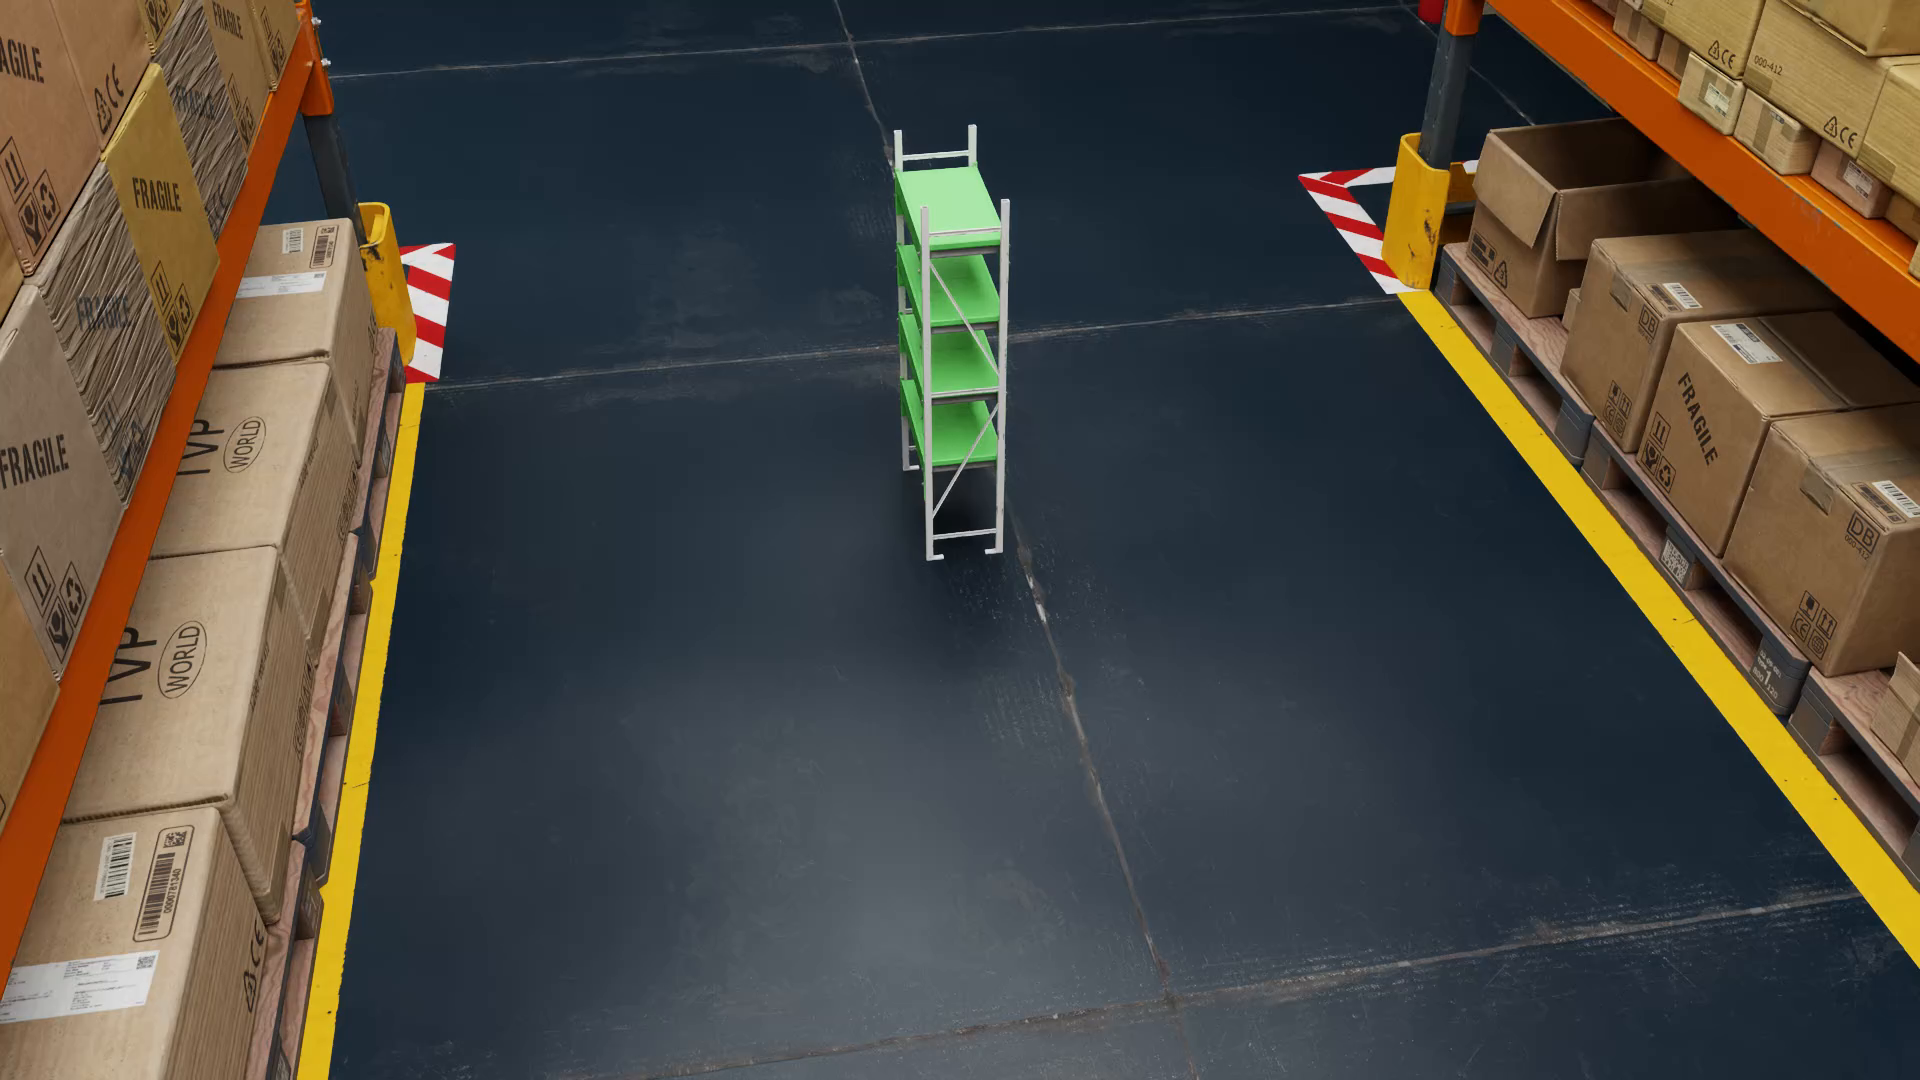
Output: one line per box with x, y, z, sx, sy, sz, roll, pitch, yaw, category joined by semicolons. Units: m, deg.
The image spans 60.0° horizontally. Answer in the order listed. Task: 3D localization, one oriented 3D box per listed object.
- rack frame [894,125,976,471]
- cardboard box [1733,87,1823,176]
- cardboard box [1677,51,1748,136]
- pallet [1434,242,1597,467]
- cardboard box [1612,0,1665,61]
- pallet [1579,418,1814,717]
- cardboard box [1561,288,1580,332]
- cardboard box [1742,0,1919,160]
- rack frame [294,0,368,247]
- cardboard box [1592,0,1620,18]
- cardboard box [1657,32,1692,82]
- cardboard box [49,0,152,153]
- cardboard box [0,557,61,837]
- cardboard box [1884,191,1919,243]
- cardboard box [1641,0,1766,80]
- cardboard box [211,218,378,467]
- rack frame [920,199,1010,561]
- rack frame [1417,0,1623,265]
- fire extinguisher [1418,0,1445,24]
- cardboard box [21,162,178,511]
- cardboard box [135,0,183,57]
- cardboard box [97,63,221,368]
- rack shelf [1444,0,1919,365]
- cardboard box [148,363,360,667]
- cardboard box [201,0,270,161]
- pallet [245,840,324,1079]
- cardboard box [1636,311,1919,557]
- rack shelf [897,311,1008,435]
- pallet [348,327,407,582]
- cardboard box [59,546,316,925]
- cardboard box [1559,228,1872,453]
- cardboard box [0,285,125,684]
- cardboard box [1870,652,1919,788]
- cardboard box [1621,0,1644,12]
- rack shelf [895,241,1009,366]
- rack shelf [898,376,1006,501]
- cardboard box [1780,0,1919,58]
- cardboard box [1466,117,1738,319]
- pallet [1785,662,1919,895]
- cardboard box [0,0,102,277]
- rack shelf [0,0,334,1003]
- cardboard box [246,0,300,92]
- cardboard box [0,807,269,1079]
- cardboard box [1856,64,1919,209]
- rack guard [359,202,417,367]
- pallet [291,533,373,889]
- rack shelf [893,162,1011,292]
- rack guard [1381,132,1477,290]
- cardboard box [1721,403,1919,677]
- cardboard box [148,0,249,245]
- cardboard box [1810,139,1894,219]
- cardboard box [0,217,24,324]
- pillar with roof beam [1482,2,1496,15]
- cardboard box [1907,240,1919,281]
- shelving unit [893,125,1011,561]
-0.072;-0.721;5.200;0.240;1.200;0.015;-6;38;-8;rack frame
2.317;-1.103;4.429;0.380;0.149;0.250;-5;38;-7;cardboard box
2.250;-1.260;4.631;0.380;0.149;0.250;-7;38;-9;cardboard box
2.440;-0.742;6.033;1.003;0.211;1.213;-6;38;-8;pallet
2.228;-1.580;5.044;0.380;0.149;0.250;-5;38;-7;cardboard box
2.651;-0.007;5.087;1.003;0.211;1.213;-6;38;-8;pallet
2.336;-0.770;5.778;0.380;0.149;0.250;-8;38;-10;cardboard box
2.392;-1.209;4.241;0.500;0.250;0.500;-7;38;-9;cardboard box
-2.600;-1.834;5.166;1.000;3.000;0.127;-6;38;-8;rack frame
2.244;-1.740;5.249;0.380;0.149;0.250;-7;38;-9;cardboard box
2.280;-1.421;4.838;0.380;0.149;0.250;-6;38;-7;cardboard box
-1.991;-1.088;3.308;0.500;0.500;0.500;-6;38;-8;cardboard box
-1.723;0.231;2.427;0.500;0.500;0.500;-5;38;-6;cardboard box
2.519;-0.811;4.053;0.380;0.149;0.250;-6;38;-7;cardboard box
2.281;-1.515;4.635;0.500;0.250;0.500;-7;38;-9;cardboard box
-2.386;-0.601;5.324;0.875;0.438;0.875;-7;38;-9;cardboard box
0.014;-0.426;4.821;0.240;1.200;0.015;-6;38;-8;rack frame
2.286;-2.370;5.856;1.000;3.000;0.127;-6;38;-8;rack frame
1.805;-2.232;6.045;0.296;0.674;0.183;-6;38;-8;fire extinguisher
-1.888;-0.375;3.206;0.500;0.500;0.500;-6;38;-8;cardboard box
-2.077;-1.392;3.700;0.500;0.500;0.500;-6;38;-8;cardboard box
-1.979;-0.686;3.607;0.500;0.500;0.500;-5;38;-7;cardboard box
2.637;-0.878;4.522;1.077;0.370;4.000;-6;38;-8;rack shelf
-2.217;-0.049;4.614;0.875;0.438;0.875;-5;38;-7;cardboard box
-2.182;-1.306;4.405;0.500;0.500;0.500;-7;38;-9;cardboard box
-1.955;1.215;3.514;1.003;0.211;1.213;-6;38;-8;pallet
2.406;-0.319;4.911;0.500;0.500;0.500;-6;38;-7;cardboard box
-0.029;-0.523;5.050;0.258;0.148;0.480;-6;38;-8;rack shelf
-2.383;-0.259;5.411;1.003;0.211;1.213;-6;38;-8;pallet
-2.061;0.496;3.912;0.875;0.438;0.875;-7;38;-9;cardboard box
2.411;-0.649;5.336;0.700;0.500;0.500;-5;38;-6;cardboard box
-1.808;-0.074;2.819;0.500;0.500;0.500;-6;38;-8;cardboard box
2.538;0.439;4.126;0.396;0.266;0.258;-5;38;-6;cardboard box
2.189;-1.821;5.029;0.500;0.250;0.500;-6;38;-7;cardboard box
-0.029;-0.713;4.903;0.258;0.148;0.480;-6;38;-8;rack shelf
-0.029;-0.334;5.197;0.258;0.148;0.480;-6;38;-8;rack shelf
2.364;-1.516;4.025;0.500;0.500;0.500;-5;38;-7;cardboard box
2.300;-1.171;6.005;0.797;0.503;0.637;-8;38;-10;cardboard box
2.868;0.732;4.136;1.003;0.211;1.213;-6;38;-8;pallet
-1.905;-0.783;2.916;0.500;0.500;0.500;-6;38;-7;cardboard box
-2.250;-0.342;3.832;1.077;0.370;4.000;-6;38;-8;rack shelf
-2.255;-1.611;4.797;0.500;0.500;0.500;-6;38;-8;cardboard box
-1.903;1.037;3.217;0.875;0.438;0.875;-7;38;-9;cardboard box
2.481;-0.898;3.840;0.500;0.250;0.500;-6;38;-8;cardboard box
-2.604;-0.862;5.952;1.175;0.500;0.348;-6;38;-8;rack guard
-2.172;0.477;4.464;1.003;0.211;1.213;-6;38;-8;pallet
-0.029;-0.902;4.755;0.258;0.148;0.480;-6;38;-8;rack shelf
2.299;-1.337;6.564;1.175;0.500;0.348;-6;38;-8;rack guard
2.593;-0.022;4.529;0.700;0.500;0.500;-8;38;-10;cardboard box
-2.082;-0.997;4.006;0.500;0.500;0.500;-5;38;-7;cardboard box
2.430;-0.955;4.239;0.380;0.149;0.250;-6;38;-8;cardboard box
-1.826;-0.472;2.516;0.500;0.500;0.500;-7;38;-9;cardboard box
-1.538;-6.002;5.641;9.100;9.000;0.400;-6;38;-8;pillar with roof beam
2.455;-0.643;3.837;0.380;0.149;0.250;-7;38;-9;cardboard box
-0.029;-0.574;5.011;0.258;1.200;0.503;-6;38;-8;shelving unit
